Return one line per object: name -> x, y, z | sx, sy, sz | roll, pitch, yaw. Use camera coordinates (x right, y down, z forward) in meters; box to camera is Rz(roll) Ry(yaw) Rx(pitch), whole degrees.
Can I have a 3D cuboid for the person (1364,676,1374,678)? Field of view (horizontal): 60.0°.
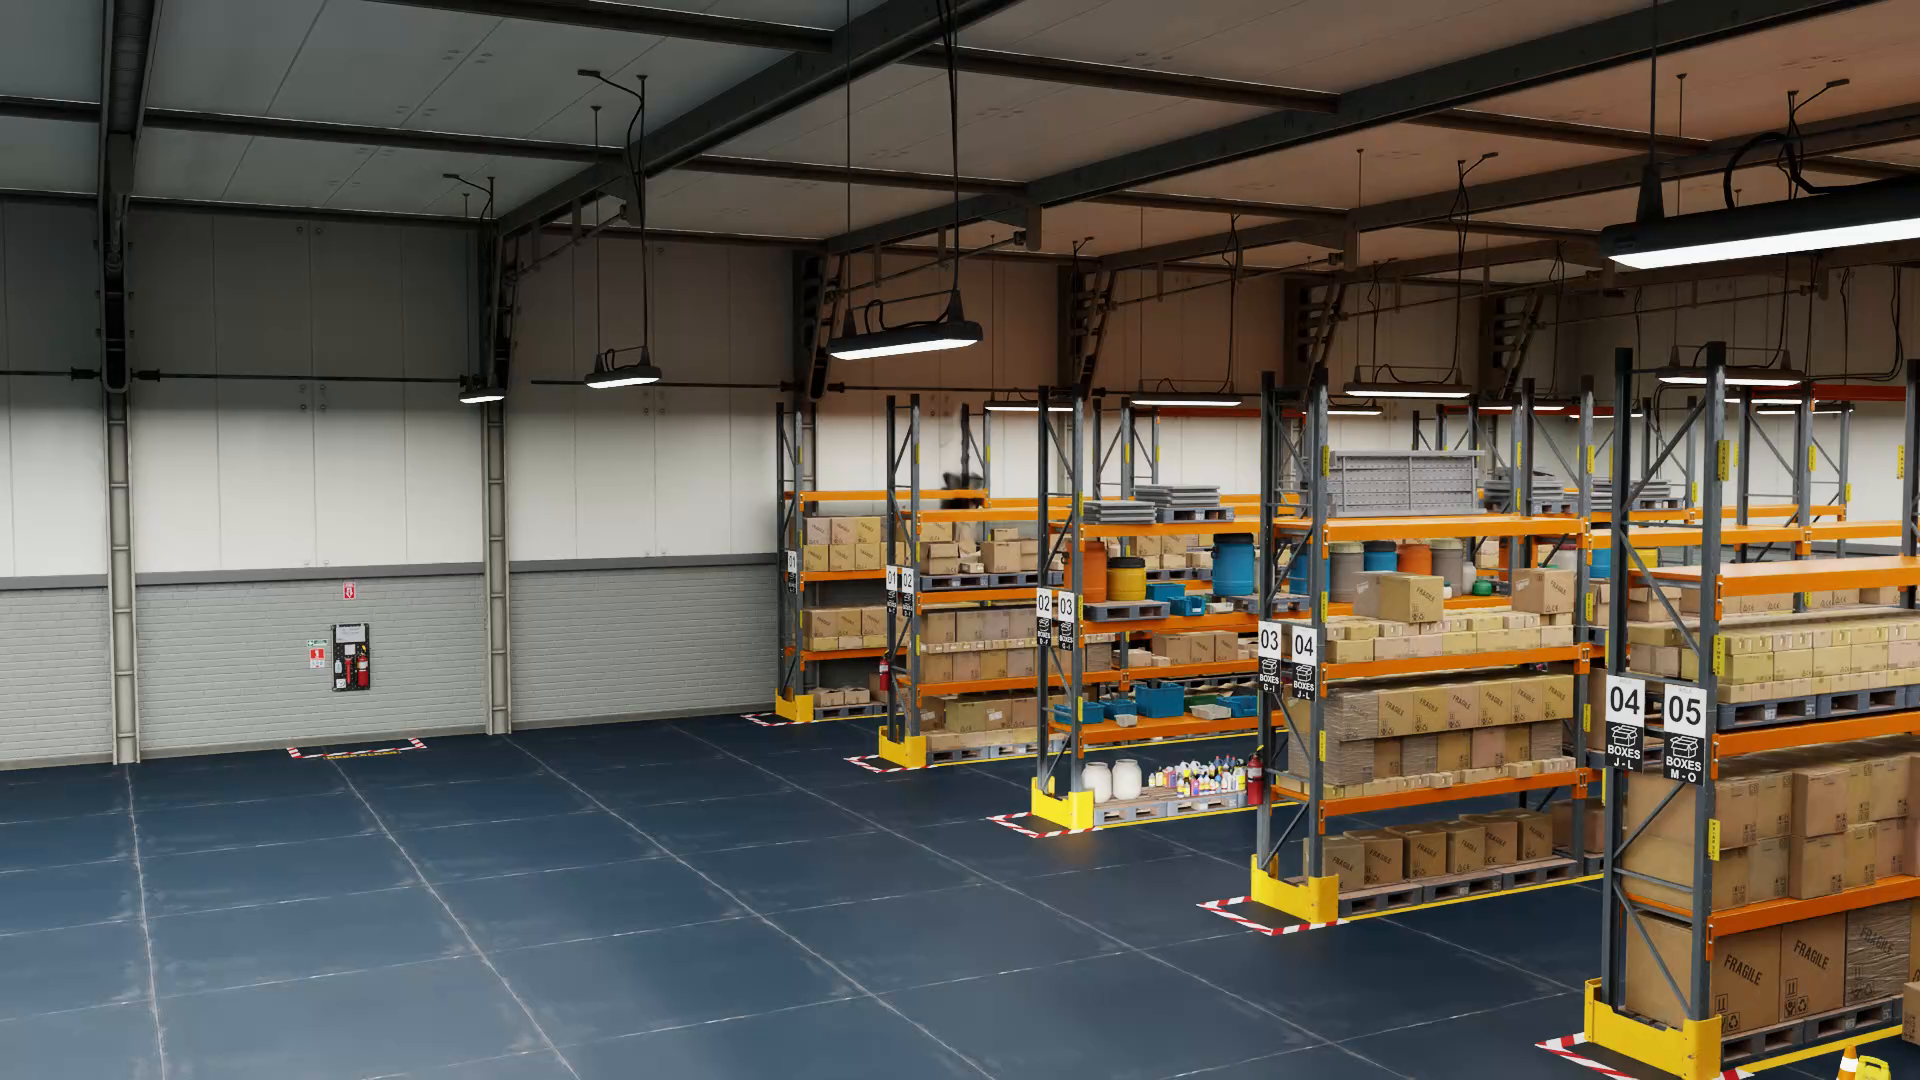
person -> 7.098, 2.645, 28.967 | 0.802, 1.745, 0.733 | -2, 4, -34
